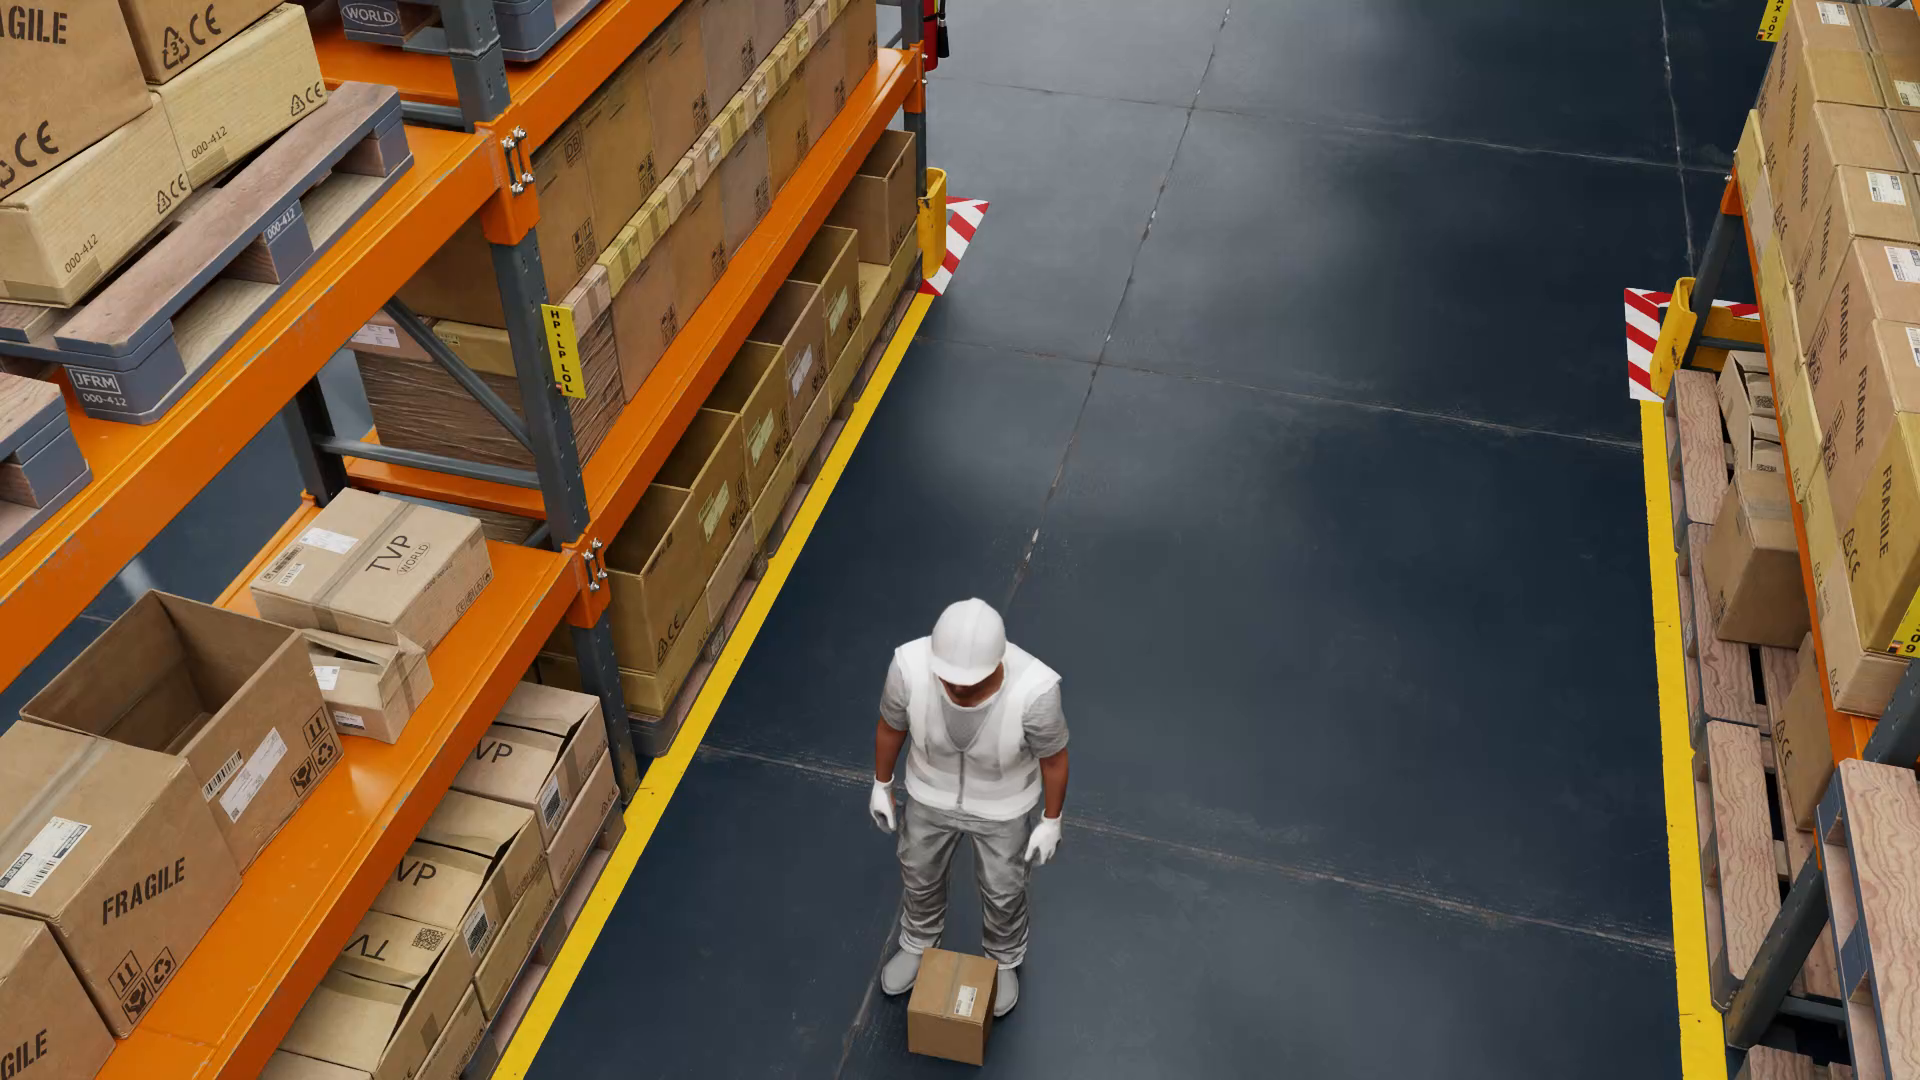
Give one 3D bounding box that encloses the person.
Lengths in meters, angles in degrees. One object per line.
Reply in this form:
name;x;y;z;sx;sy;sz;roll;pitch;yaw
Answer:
person;0.023;0.821;5.193;0.617;1.774;0.446;10;42;12
